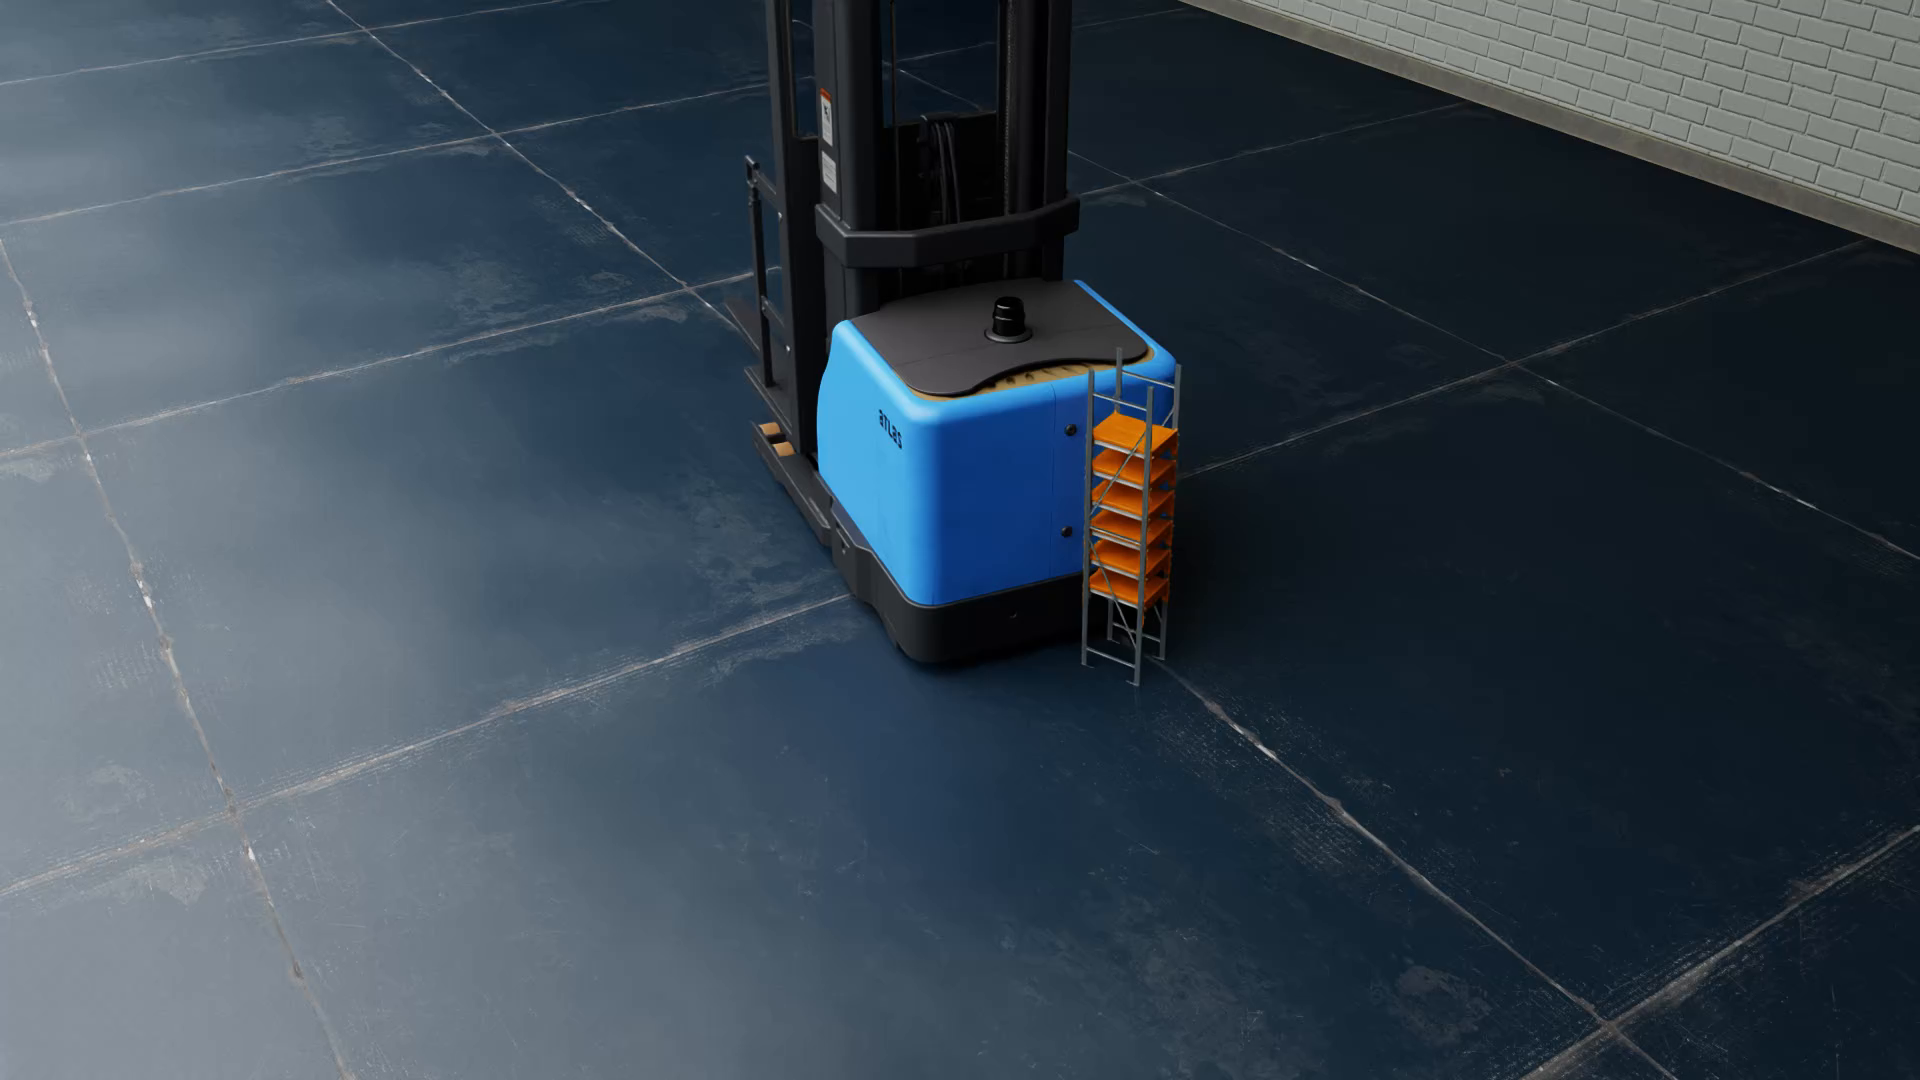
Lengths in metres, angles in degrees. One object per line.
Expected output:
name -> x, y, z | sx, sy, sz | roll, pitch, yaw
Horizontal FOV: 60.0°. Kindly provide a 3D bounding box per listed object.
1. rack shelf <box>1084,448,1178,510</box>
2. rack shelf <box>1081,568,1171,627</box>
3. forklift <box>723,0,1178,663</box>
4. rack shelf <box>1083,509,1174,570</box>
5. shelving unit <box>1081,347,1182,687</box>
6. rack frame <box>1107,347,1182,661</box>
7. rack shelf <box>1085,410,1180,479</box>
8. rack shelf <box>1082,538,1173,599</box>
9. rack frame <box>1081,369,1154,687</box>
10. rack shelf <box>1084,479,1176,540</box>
rack shelf -> 0.576, -0.221, 5.602 | 0.258, 0.103, 0.180 | 20, 39, 29
rack shelf -> 0.586, 0.182, 5.864 | 0.258, 0.103, 0.180 | 20, 39, 29
forklift -> -0.266, -1.574, 6.499 | 1.130, 2.935, 3.031 | -13, 34, -19
rack shelf -> 0.581, -0.019, 5.733 | 0.258, 0.103, 0.180 | 20, 39, 29
shelving unit -> 0.580, -0.057, 5.709 | 0.258, 1.200, 0.189 | 20, 39, 29
rack frame -> 0.632, -0.099, 5.771 | 0.240, 1.200, 0.006 | 20, 39, 29
rack shelf -> 0.573, -0.321, 5.537 | 0.258, 0.103, 0.180 | 20, 39, 29
rack shelf -> 0.583, 0.081, 5.798 | 0.258, 0.103, 0.180 | 20, 39, 29
rack frame -> 0.527, -0.015, 5.647 | 0.240, 1.200, 0.006 | 20, 39, 29
rack shelf -> 0.578, -0.120, 5.668 | 0.258, 0.103, 0.180 | 20, 39, 29
